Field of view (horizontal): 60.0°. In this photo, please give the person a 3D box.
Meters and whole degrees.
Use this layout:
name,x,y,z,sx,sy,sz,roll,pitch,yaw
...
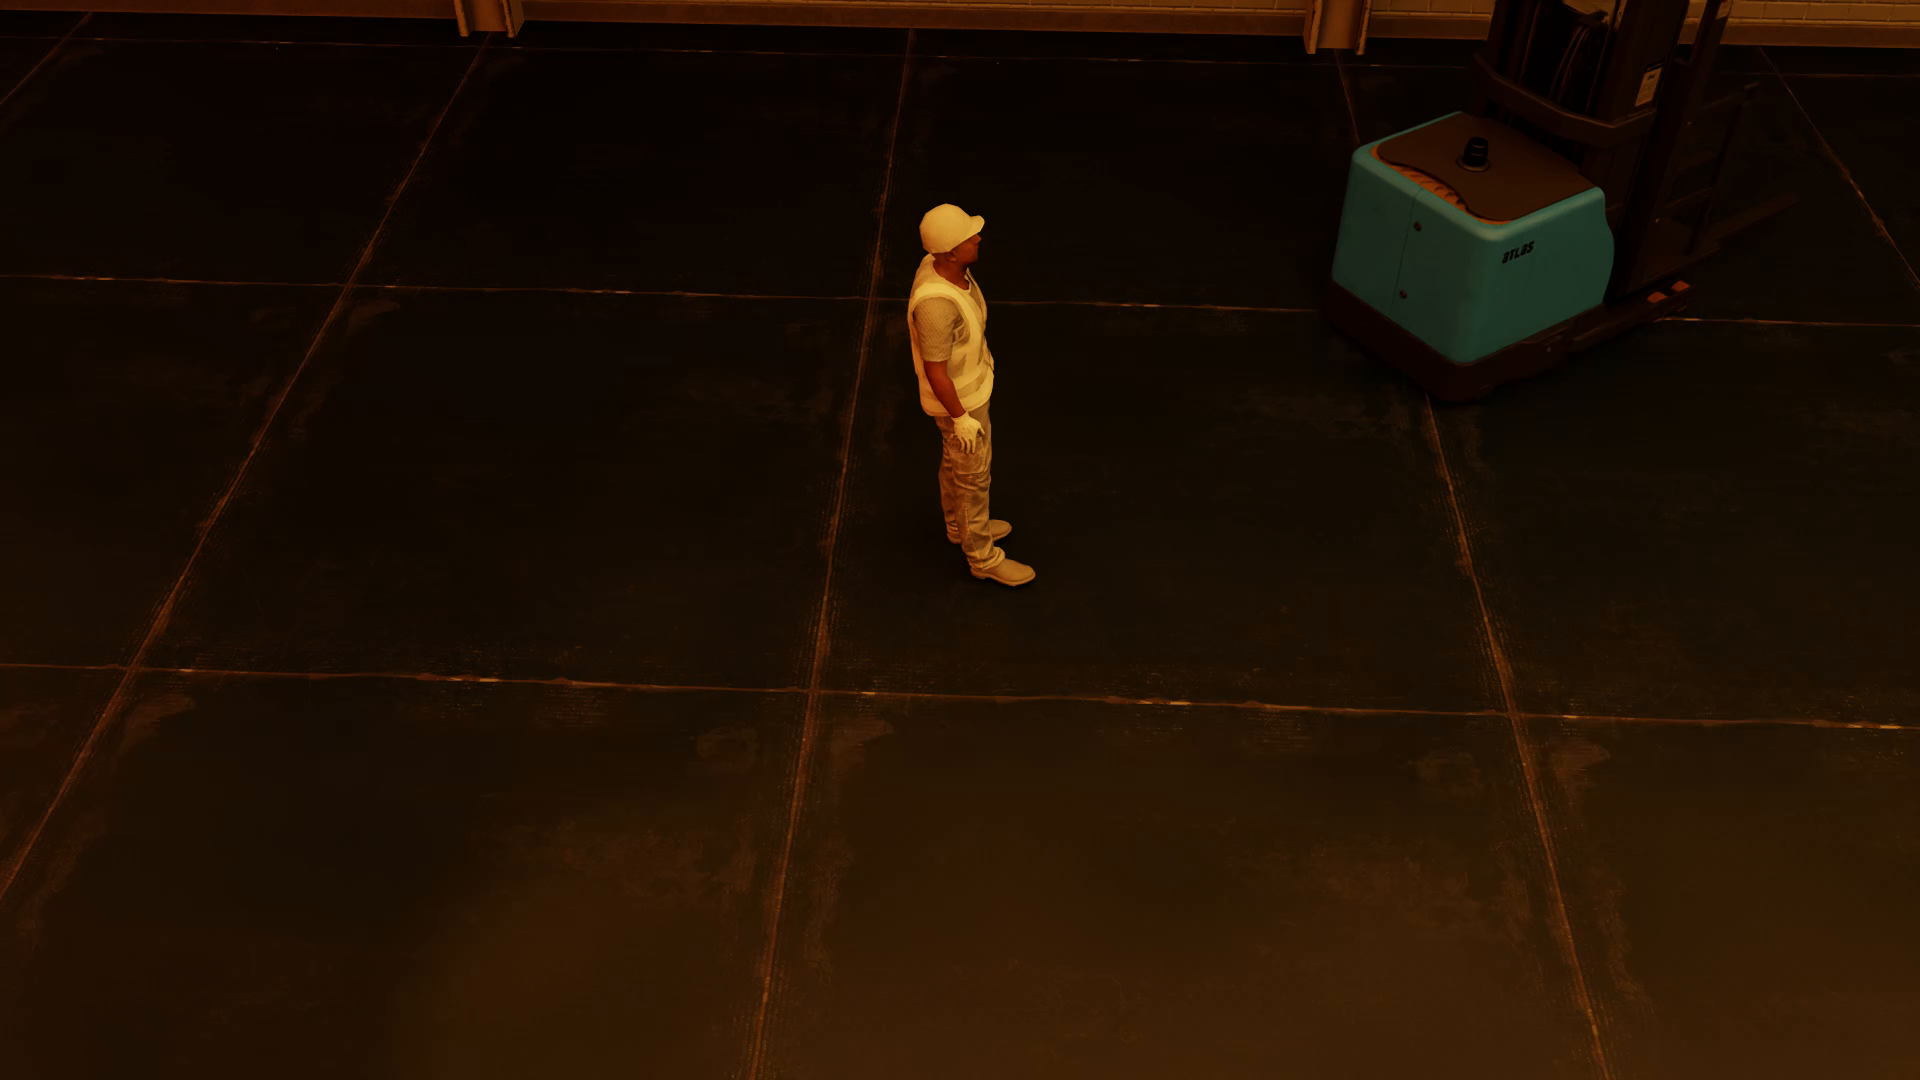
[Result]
name,x,y,z,sx,sy,sz,roll,pitch,yaw
person,0.071,-0.656,7.302,0.577,1.781,0.656,2,42,2

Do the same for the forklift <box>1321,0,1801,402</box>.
name,x,y,z,sx,sy,sz,roll,pitch,yaw
forklift,3.510,-2.566,8.553,3.031,2.935,1.130,-24,47,-24
